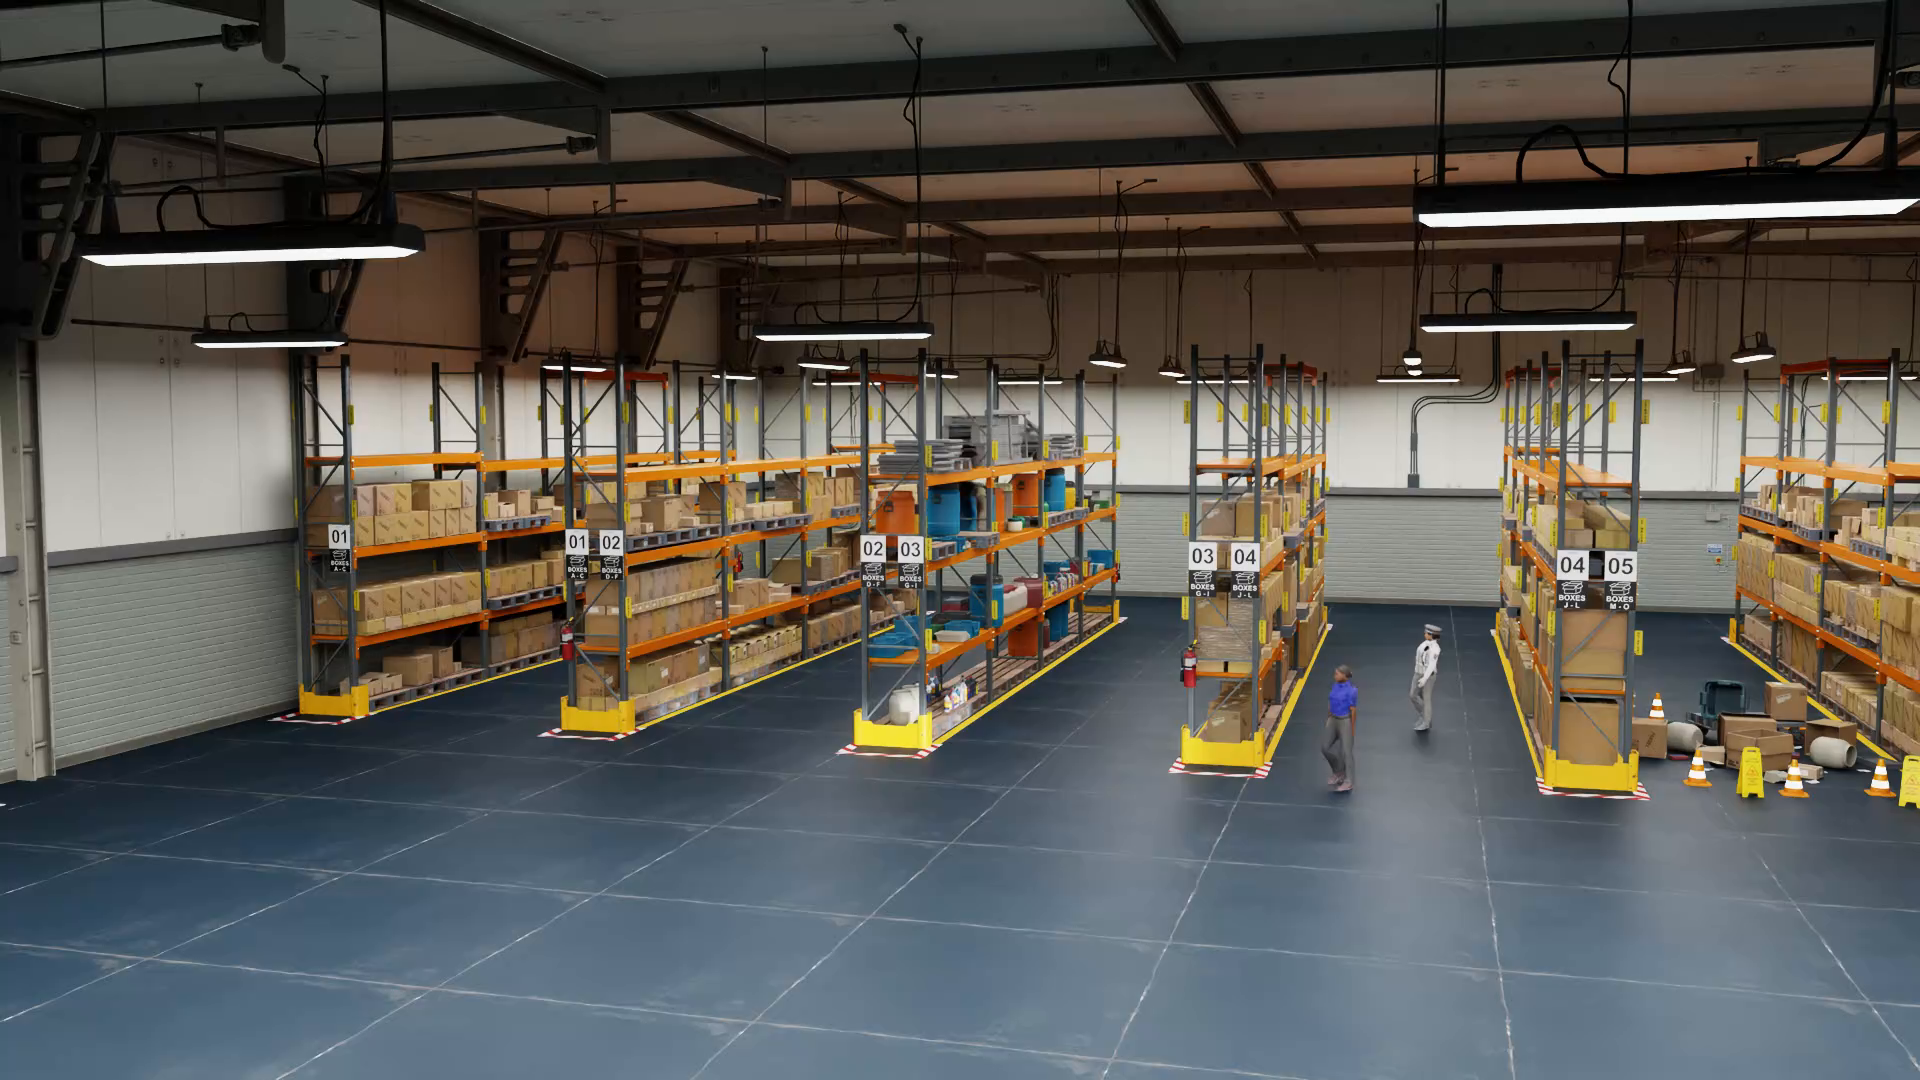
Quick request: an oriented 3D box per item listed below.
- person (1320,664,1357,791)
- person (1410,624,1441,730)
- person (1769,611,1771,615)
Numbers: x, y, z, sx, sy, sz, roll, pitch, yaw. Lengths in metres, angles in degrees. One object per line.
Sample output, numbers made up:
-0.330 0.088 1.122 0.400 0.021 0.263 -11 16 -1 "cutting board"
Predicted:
5.110 2.500 22.316 0.432 1.684 0.497 -3 5 -32 "person"
7.399 2.191 26.555 0.430 1.701 0.571 -1 5 -18 "person"
18.552 1.332 37.398 1.053 1.748 0.666 1 4 16 "person"
